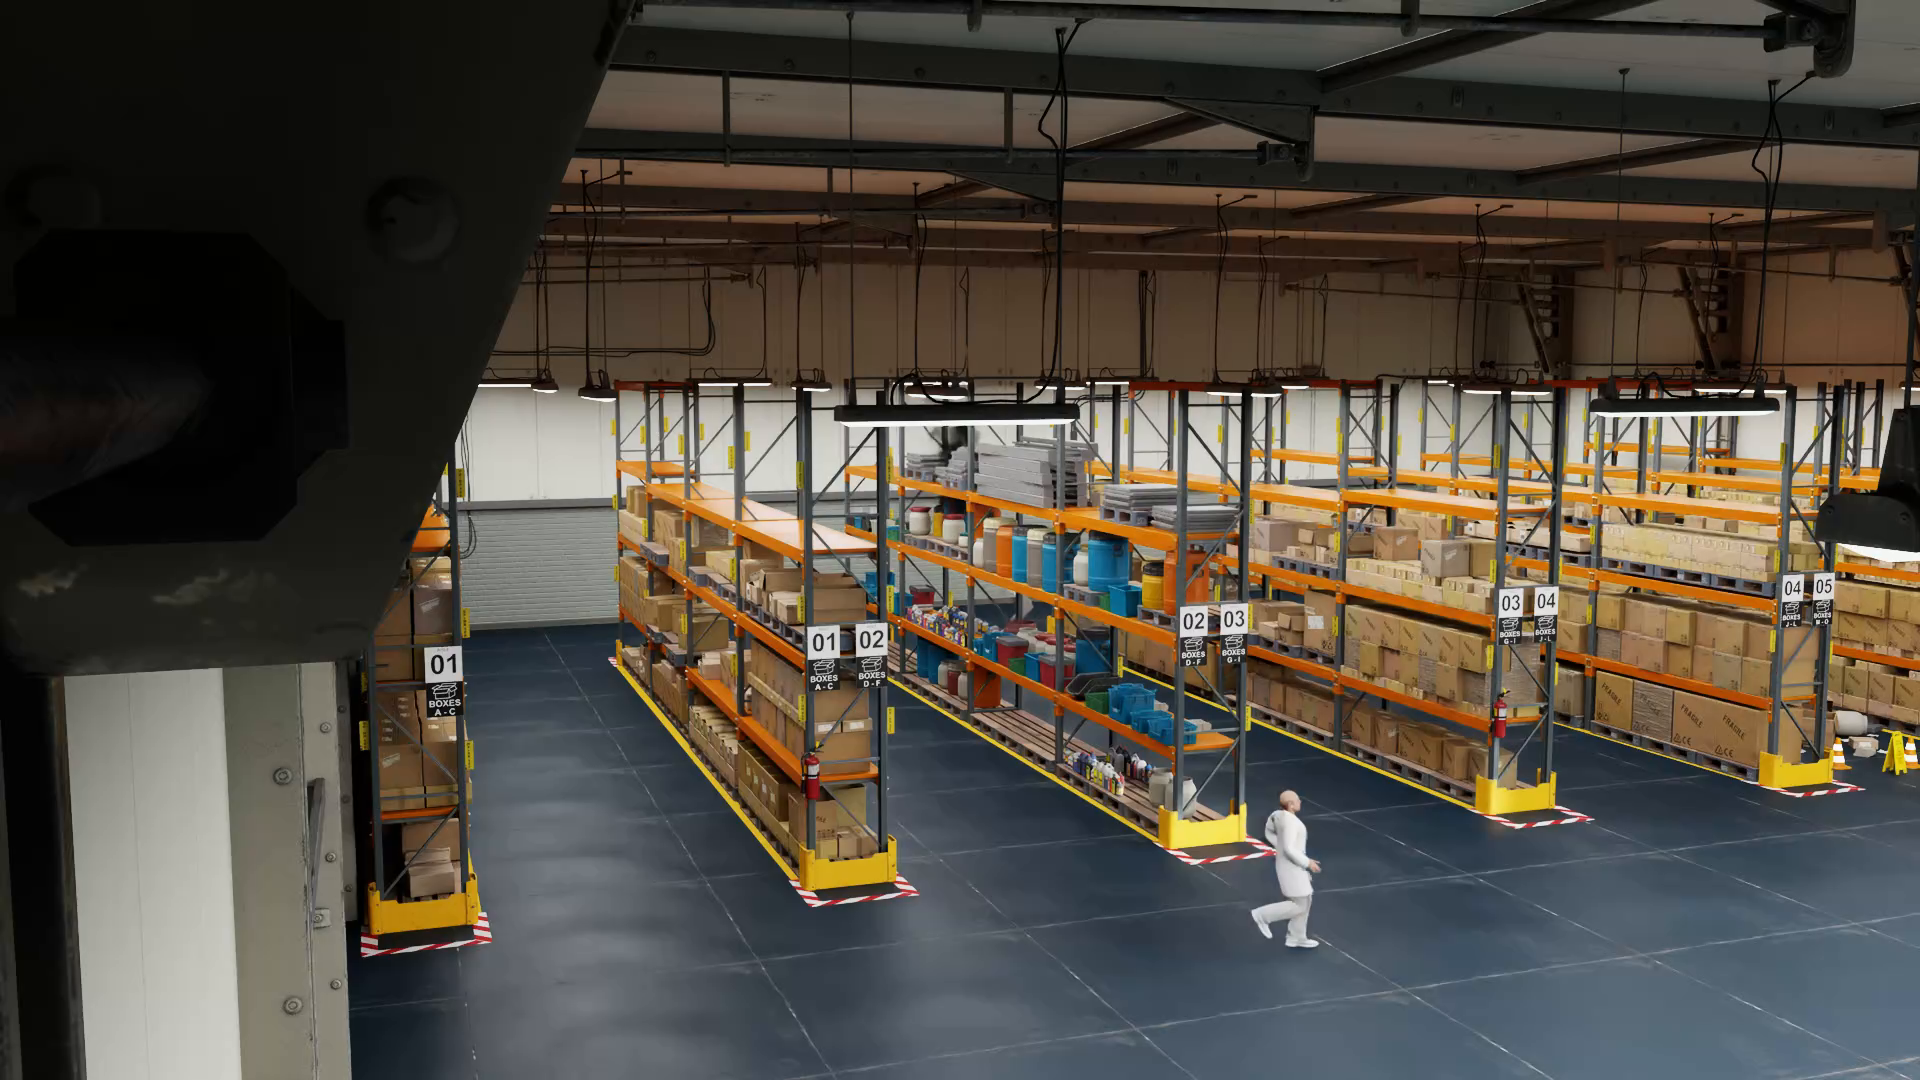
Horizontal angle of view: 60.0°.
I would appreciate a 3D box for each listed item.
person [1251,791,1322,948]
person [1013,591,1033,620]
[{"bbox_3d":[3.526,3.575,18.029,0.781,1.747,0.712,0,6,-4],"label":"person"},{"bbox_3d":[1.546,1.285,39.534,0.621,1.759,0.648,-1,6,-9],"label":"person"}]
